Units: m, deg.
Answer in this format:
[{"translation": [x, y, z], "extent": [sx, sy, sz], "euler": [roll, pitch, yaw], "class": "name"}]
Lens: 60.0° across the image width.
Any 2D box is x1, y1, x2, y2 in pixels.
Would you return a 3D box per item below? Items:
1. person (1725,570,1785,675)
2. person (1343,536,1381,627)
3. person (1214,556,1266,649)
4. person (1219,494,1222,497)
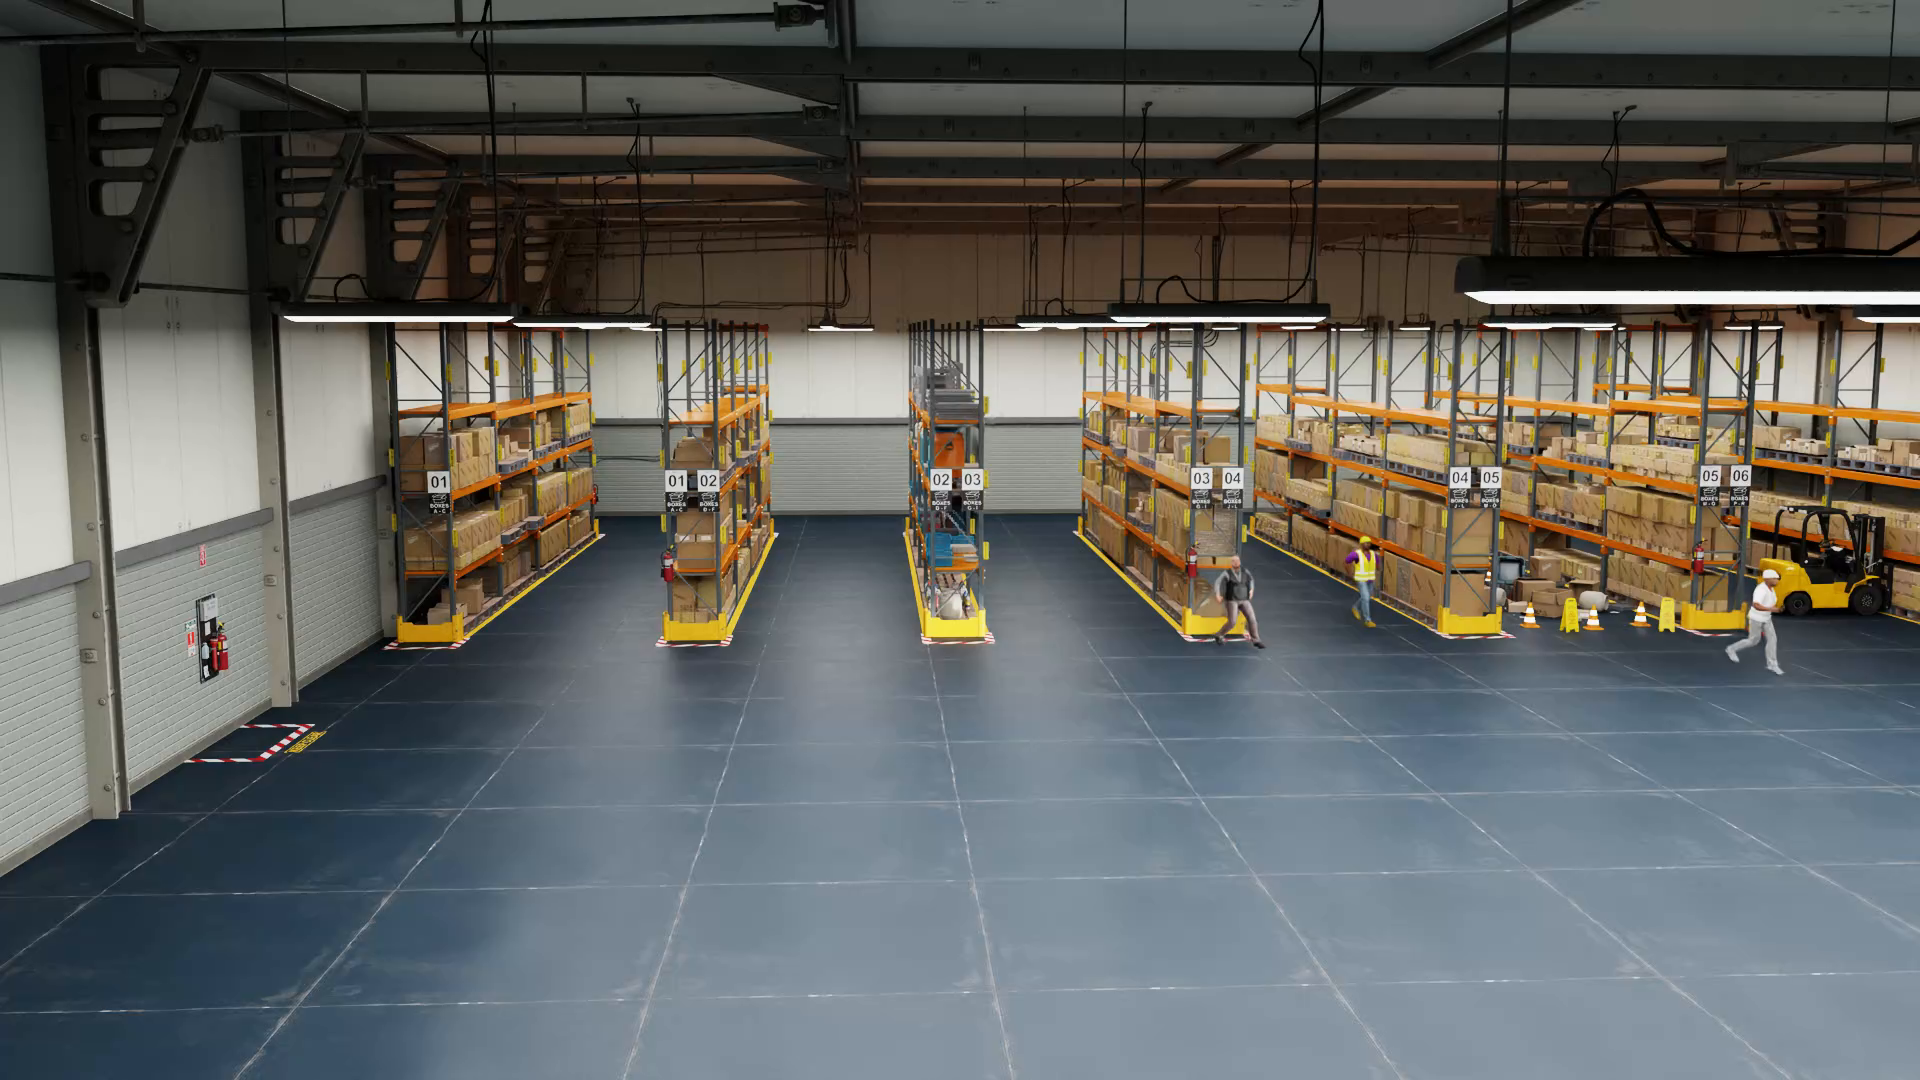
[{"translation": [13.622, 1.370, 28.390], "extent": [0.998, 1.773, 0.734], "euler": [7, 10, 44], "class": "person"}, {"translation": [7.957, 0.790, 32.701], "extent": [0.710, 1.746, 0.989], "euler": [-3, 8, -21], "class": "person"}, {"translation": [5.096, 1.135, 30.341], "extent": [0.815, 1.680, 0.717], "euler": [-3, 8, -21], "class": "person"}, {"translation": [7.194, -1.005, 48.083], "extent": [0.656, 1.523, 0.856], "euler": [6, 9, 40], "class": "person"}]
